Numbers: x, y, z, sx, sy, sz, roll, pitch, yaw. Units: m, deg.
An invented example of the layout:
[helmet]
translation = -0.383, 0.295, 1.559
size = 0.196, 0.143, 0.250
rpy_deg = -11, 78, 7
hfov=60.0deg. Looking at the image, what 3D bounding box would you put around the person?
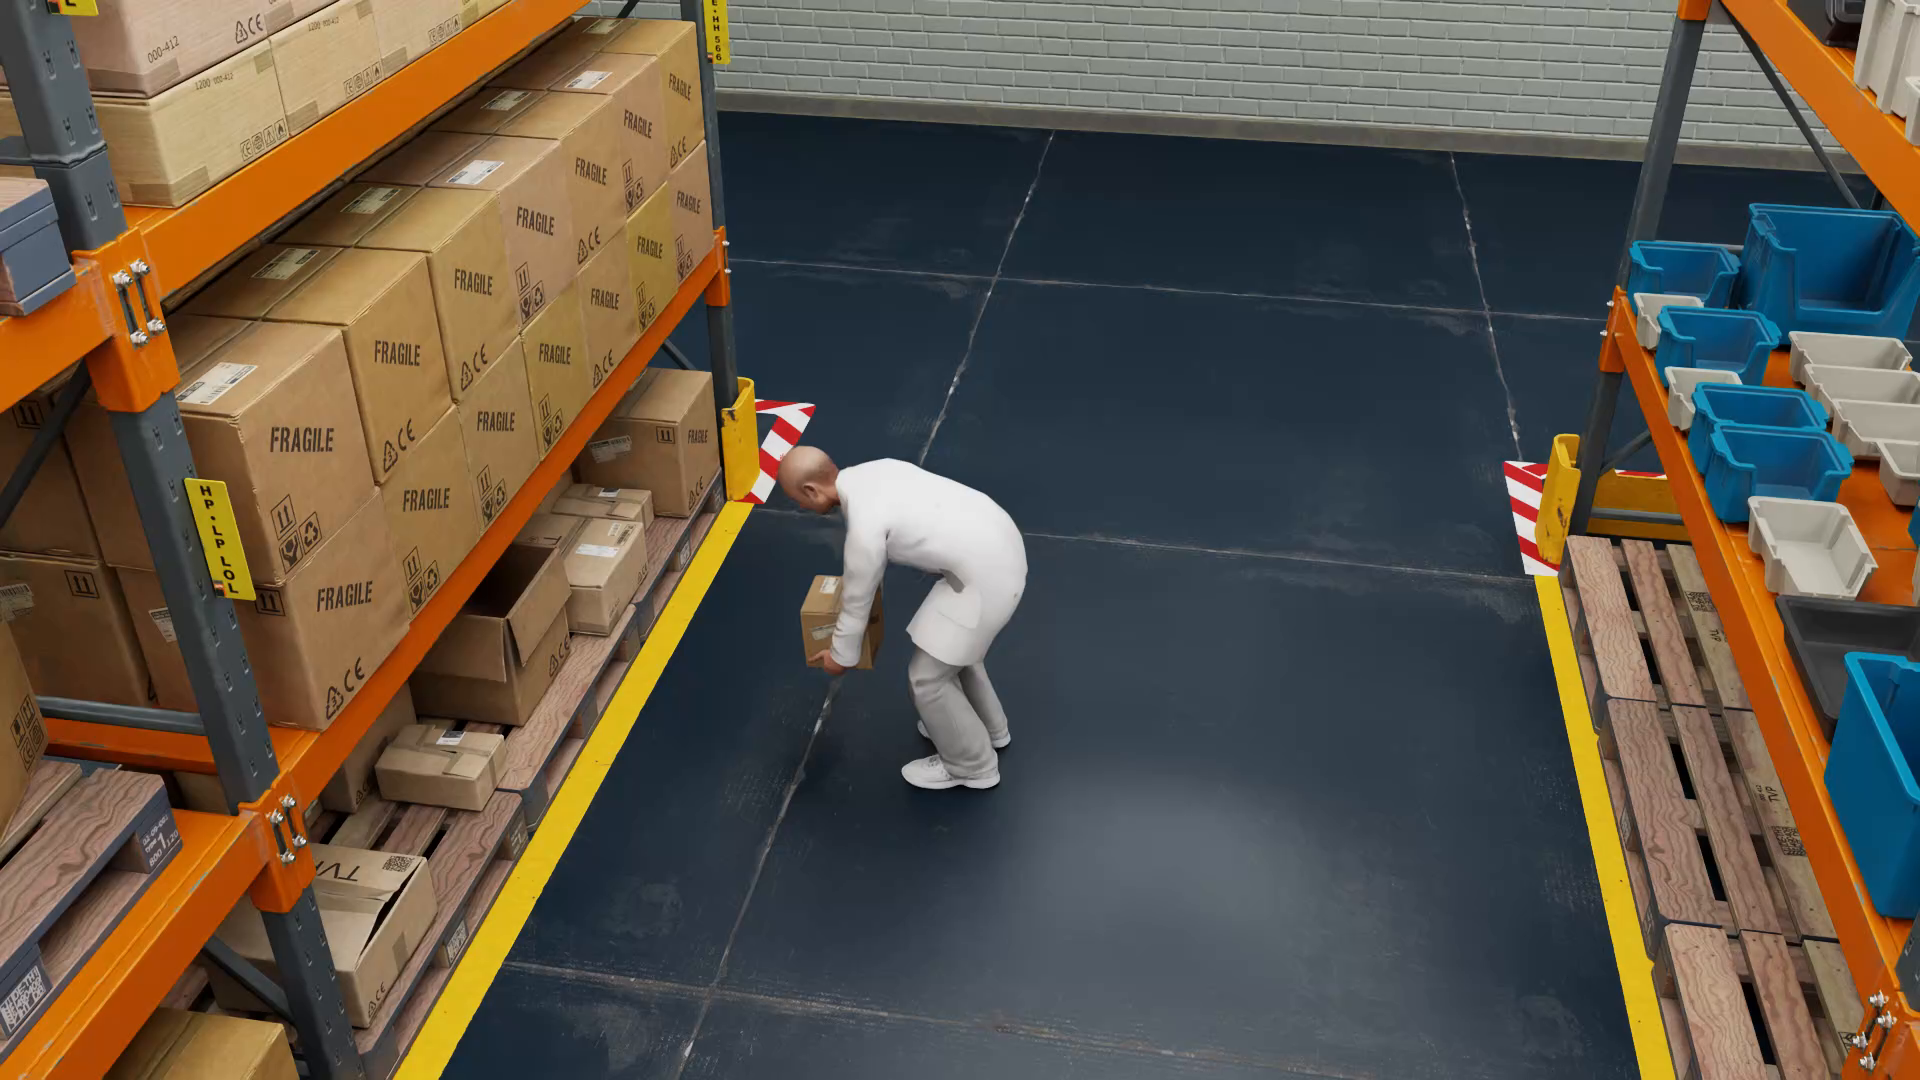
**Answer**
[person]
translation = -0.200, 0.269, 6.136
size = 0.890, 1.339, 0.566
rpy_deg = 4, 32, 7
